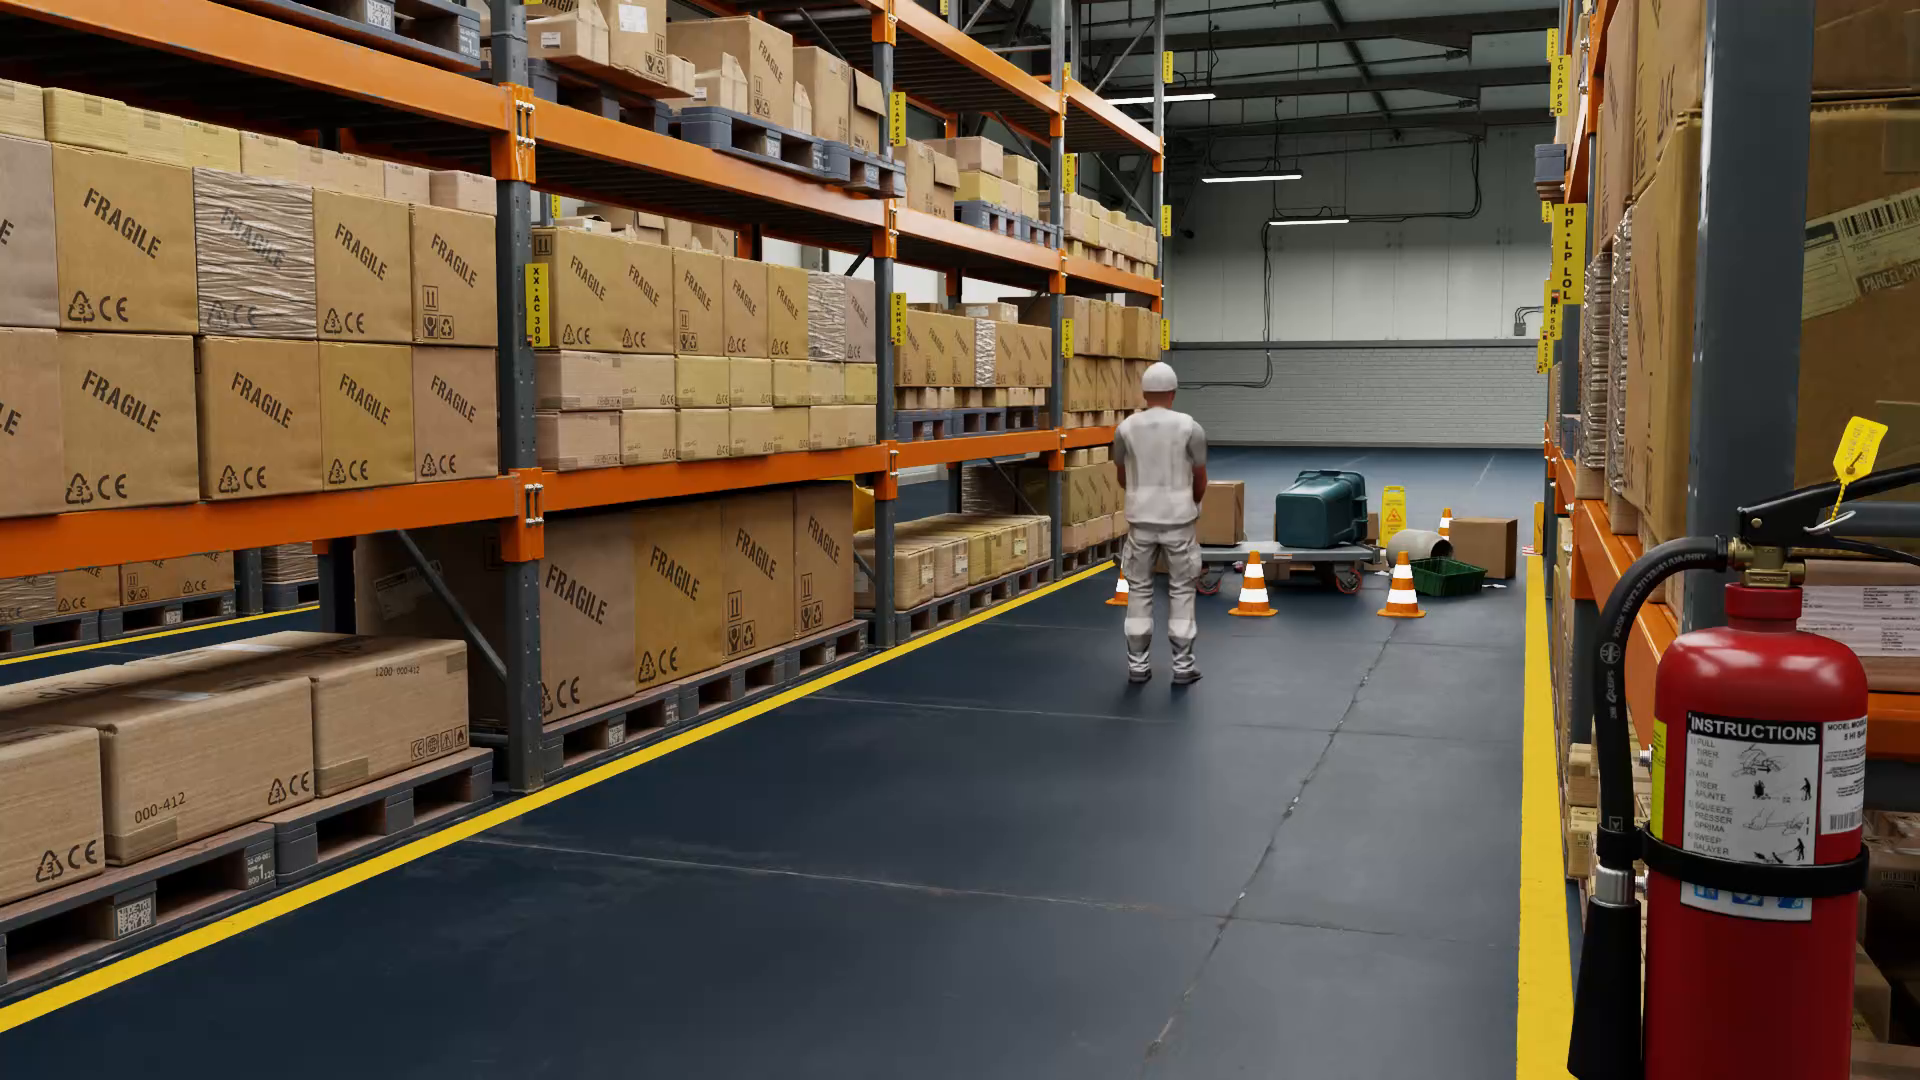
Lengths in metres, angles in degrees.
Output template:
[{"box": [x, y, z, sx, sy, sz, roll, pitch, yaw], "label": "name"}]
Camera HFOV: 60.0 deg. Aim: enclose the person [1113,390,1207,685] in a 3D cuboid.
[{"box": [15.589, -0.420, 13.228, 25.571, 1.746, 16.838, 2, 5, 18], "label": "person"}]
